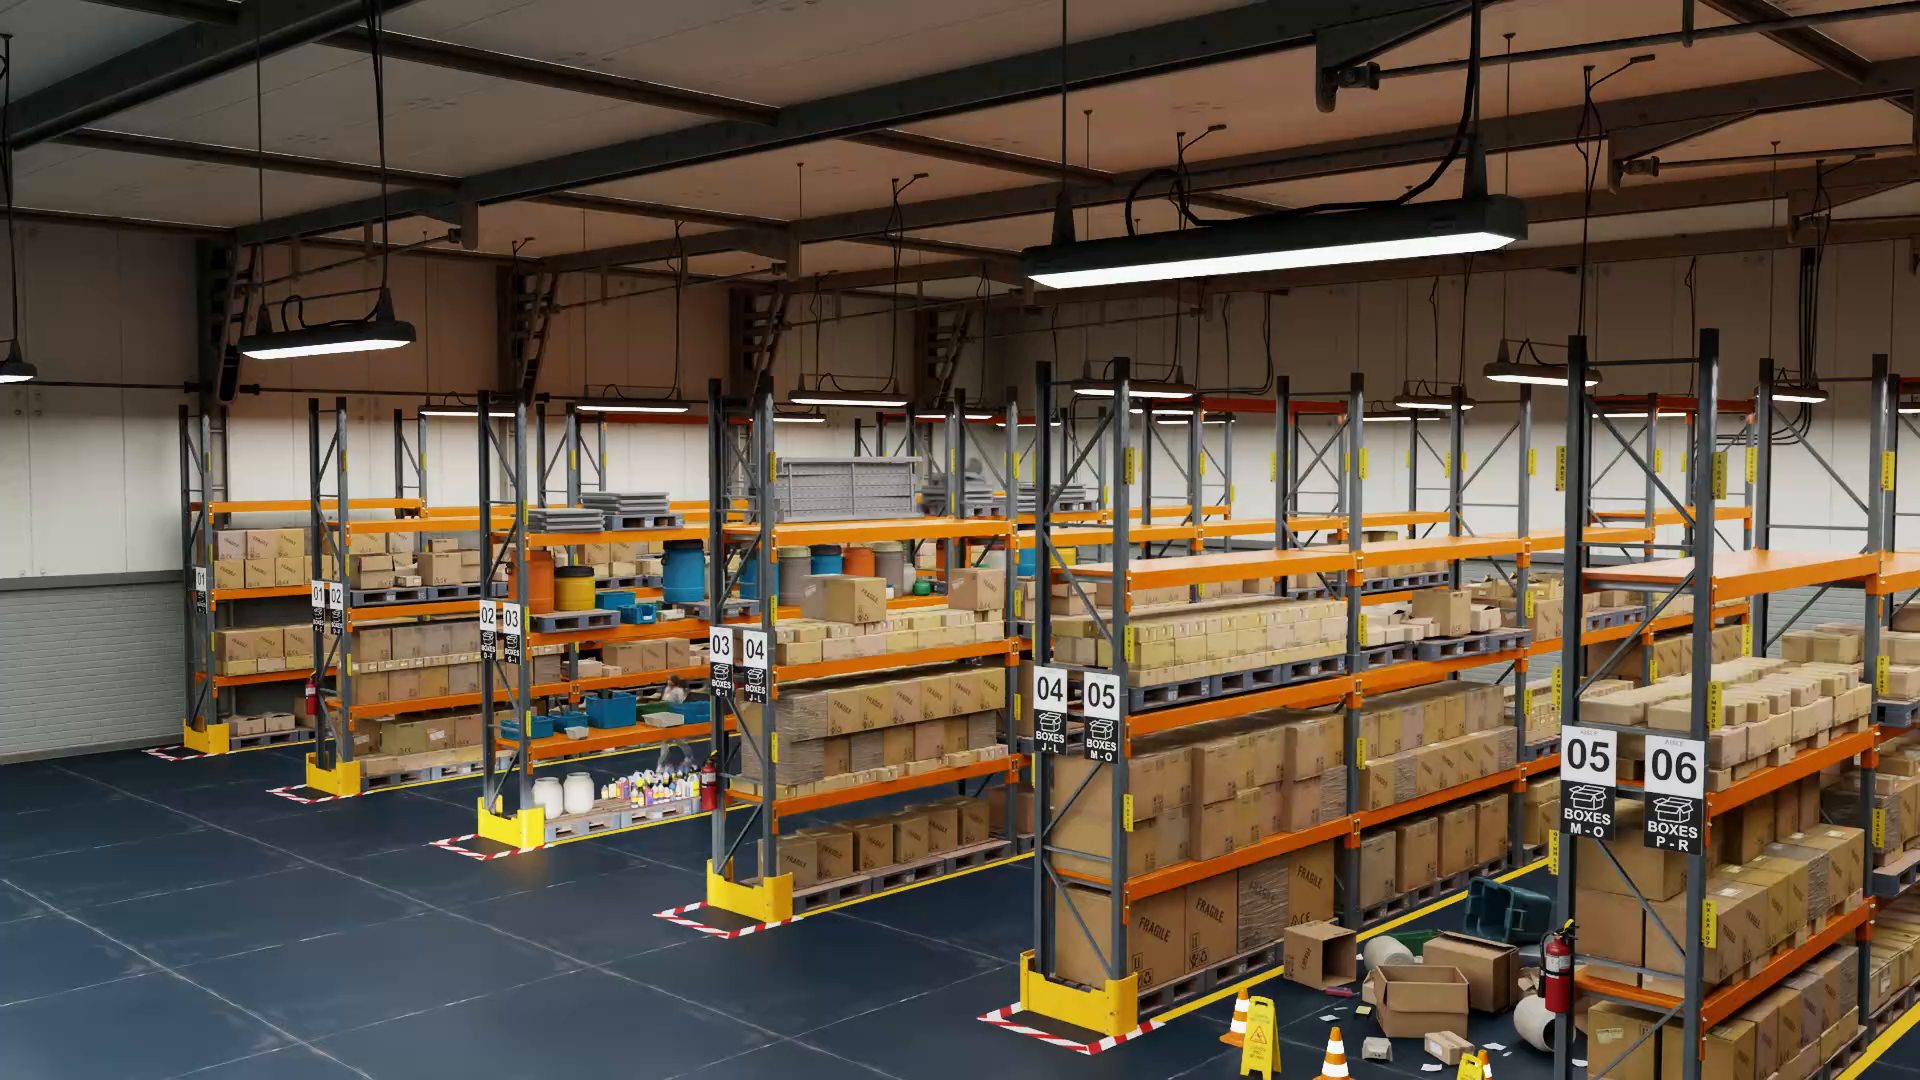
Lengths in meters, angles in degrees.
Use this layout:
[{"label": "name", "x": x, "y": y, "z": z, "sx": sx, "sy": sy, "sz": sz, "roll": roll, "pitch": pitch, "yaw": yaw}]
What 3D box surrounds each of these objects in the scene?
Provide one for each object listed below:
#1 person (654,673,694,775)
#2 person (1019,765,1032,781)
[{"label": "person", "x": -4.615, "y": 2.943, "z": 26.822, "sx": 0.484, "sy": 1.627, "sz": 0.830, "roll": 2, "pitch": 3, "yaw": 30}, {"label": "person", "x": 1.044, "y": 3.029, "z": 24.615, "sx": 0.456, "sy": 1.365, "sz": 0.758, "roll": 2, "pitch": 4, "yaw": 39}]
